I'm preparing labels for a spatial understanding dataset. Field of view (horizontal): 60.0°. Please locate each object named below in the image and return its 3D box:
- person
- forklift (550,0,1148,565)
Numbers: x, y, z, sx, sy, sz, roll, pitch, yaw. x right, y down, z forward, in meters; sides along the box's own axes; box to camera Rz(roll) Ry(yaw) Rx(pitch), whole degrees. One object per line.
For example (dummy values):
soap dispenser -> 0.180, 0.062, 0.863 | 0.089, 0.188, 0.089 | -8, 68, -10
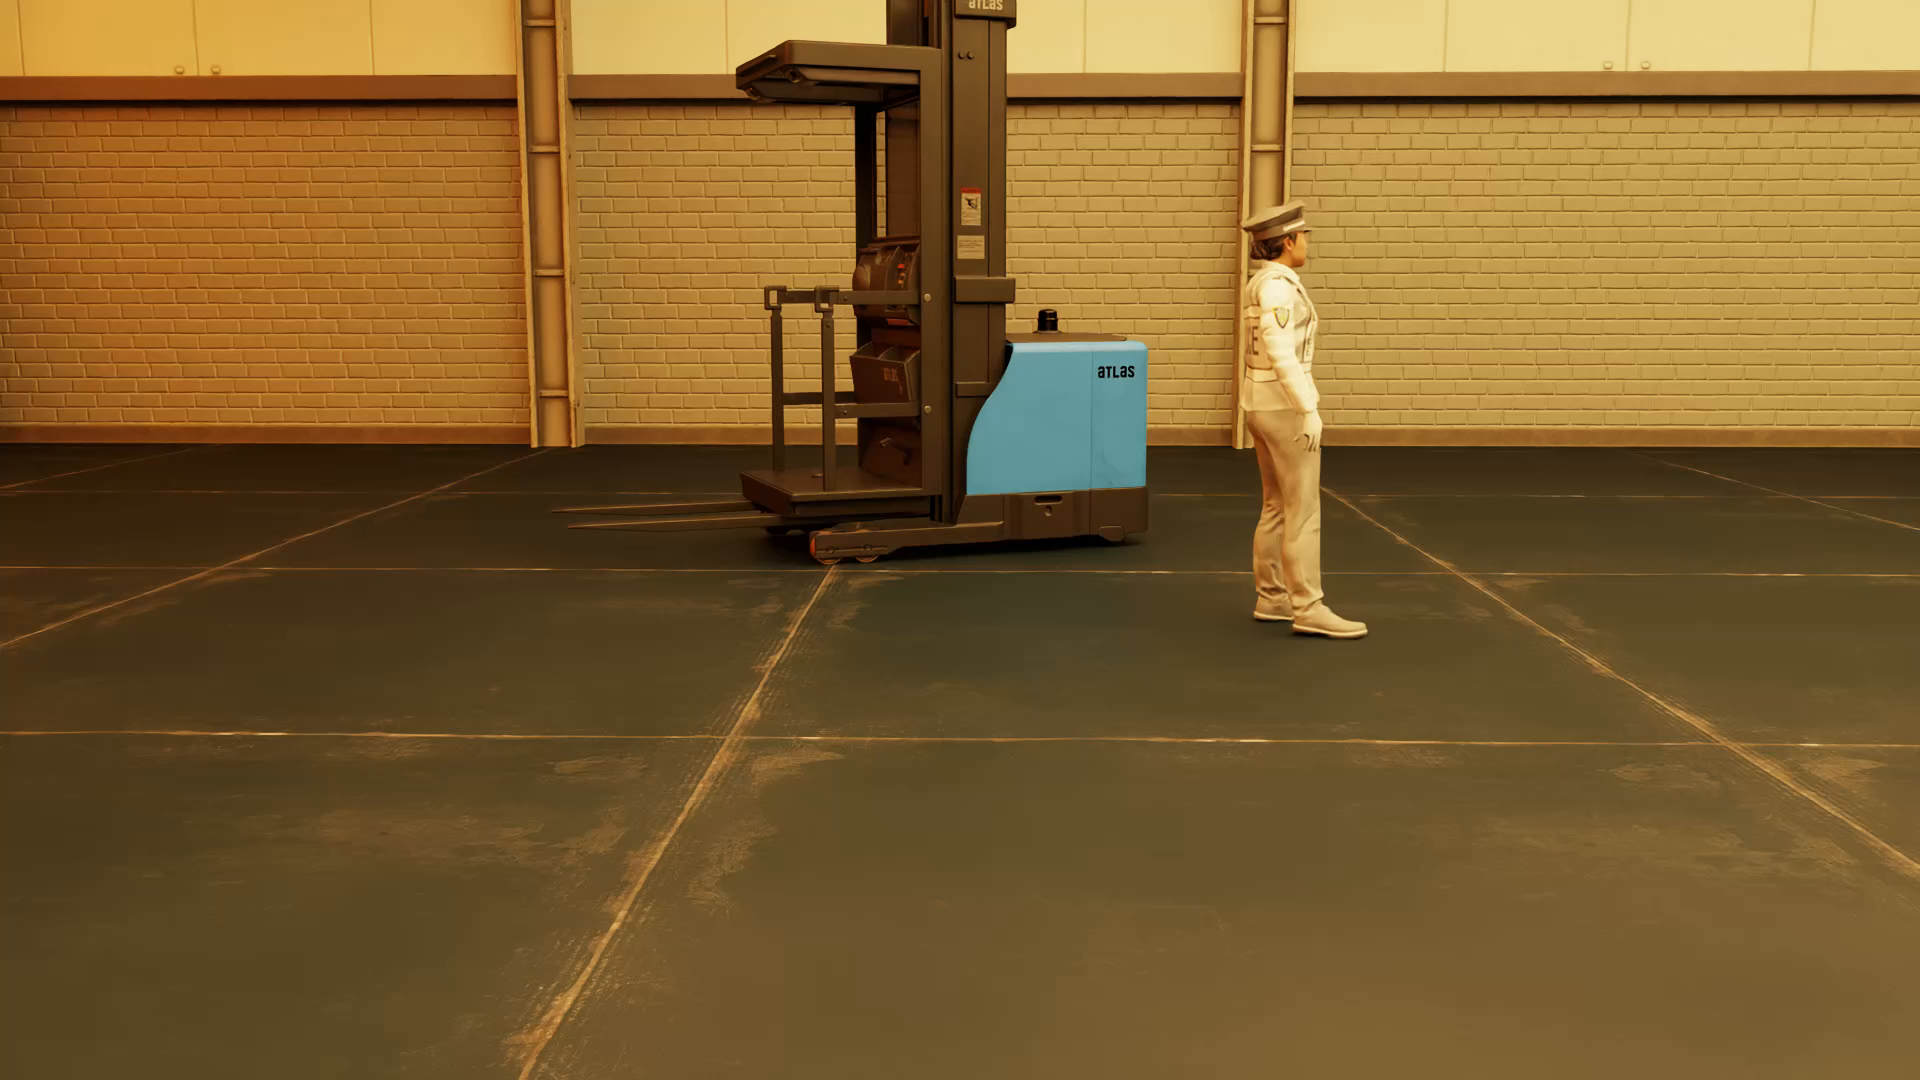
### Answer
person -> 1.350, -0.491, 6.634 | 0.477, 1.705, 0.606 | 0, 9, -1
forklift -> -0.569, -1.416, 8.568 | 3.031, 2.935, 1.130 | -3, 9, -20
